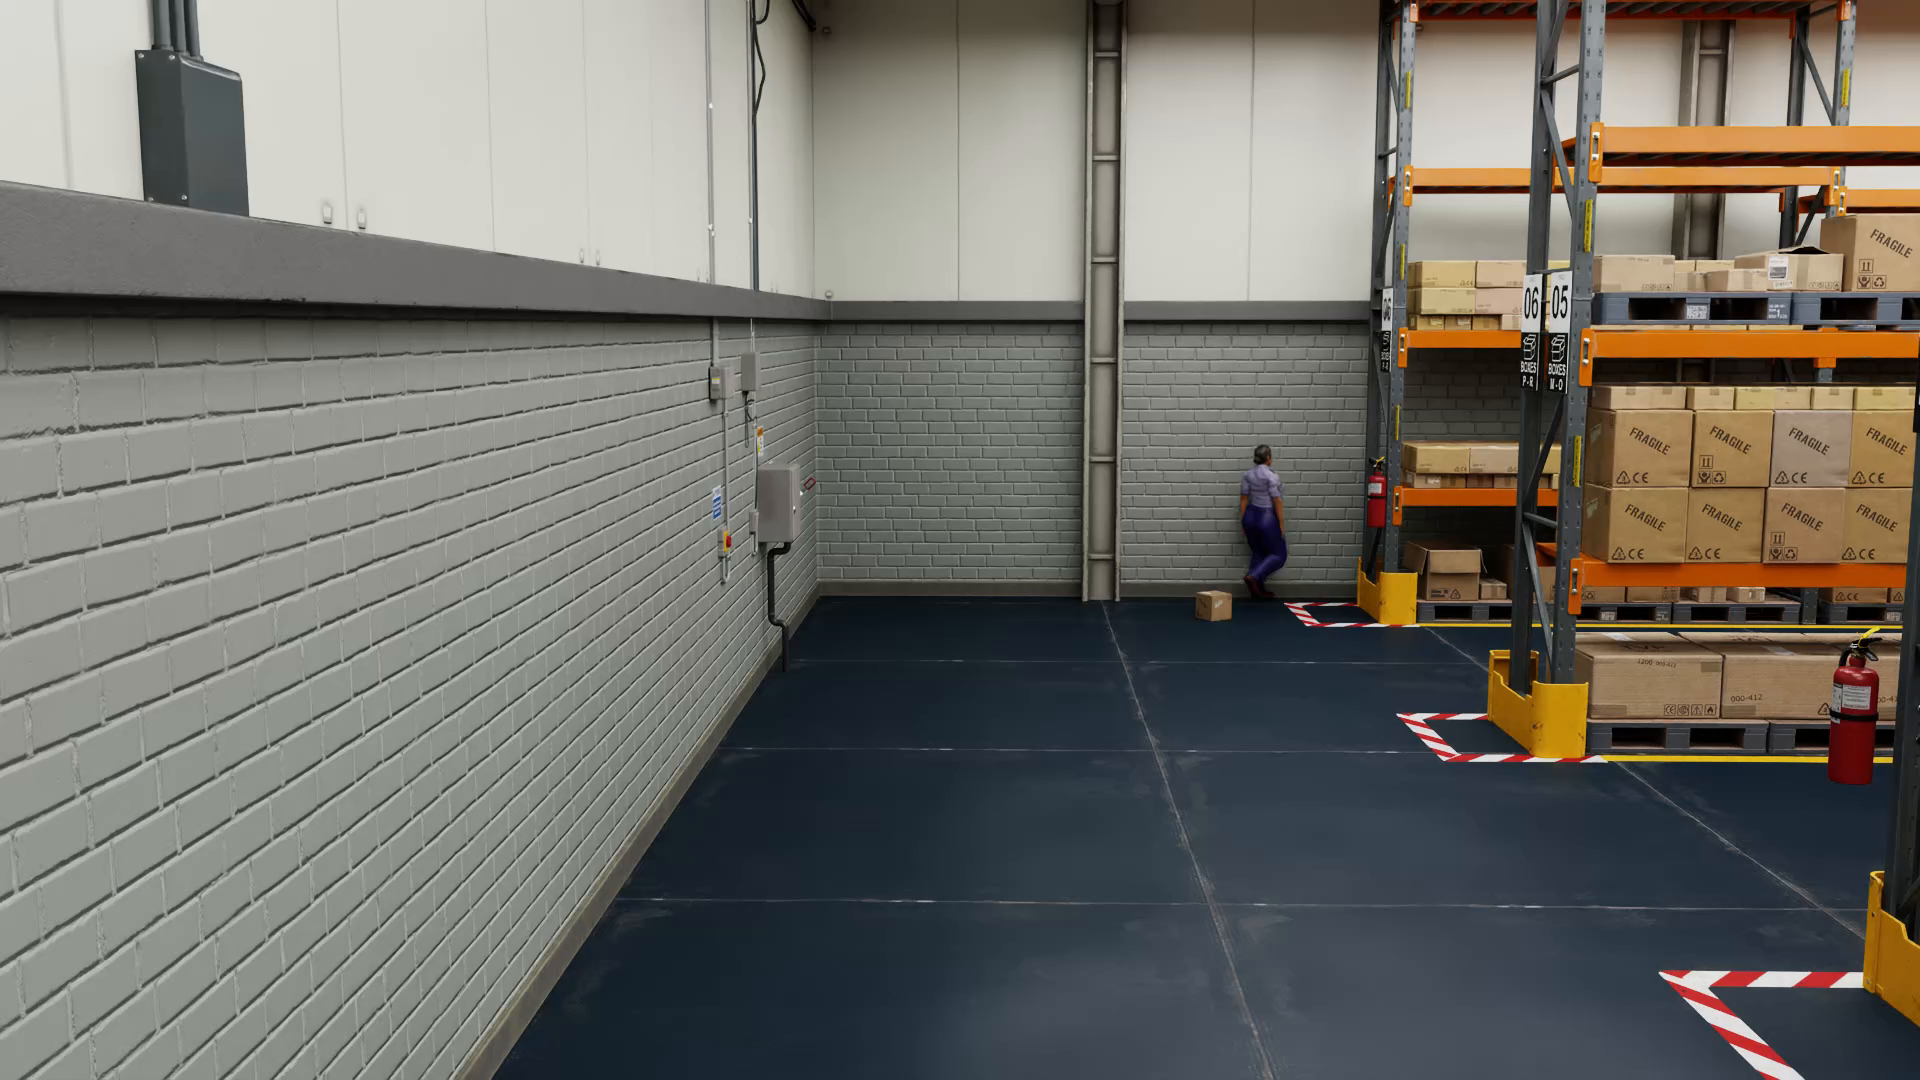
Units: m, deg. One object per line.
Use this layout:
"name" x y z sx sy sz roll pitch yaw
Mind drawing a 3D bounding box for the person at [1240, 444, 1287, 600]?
"person" 3.111 -0.174 17.124 0.662 1.627 0.494 -6 9 -38
